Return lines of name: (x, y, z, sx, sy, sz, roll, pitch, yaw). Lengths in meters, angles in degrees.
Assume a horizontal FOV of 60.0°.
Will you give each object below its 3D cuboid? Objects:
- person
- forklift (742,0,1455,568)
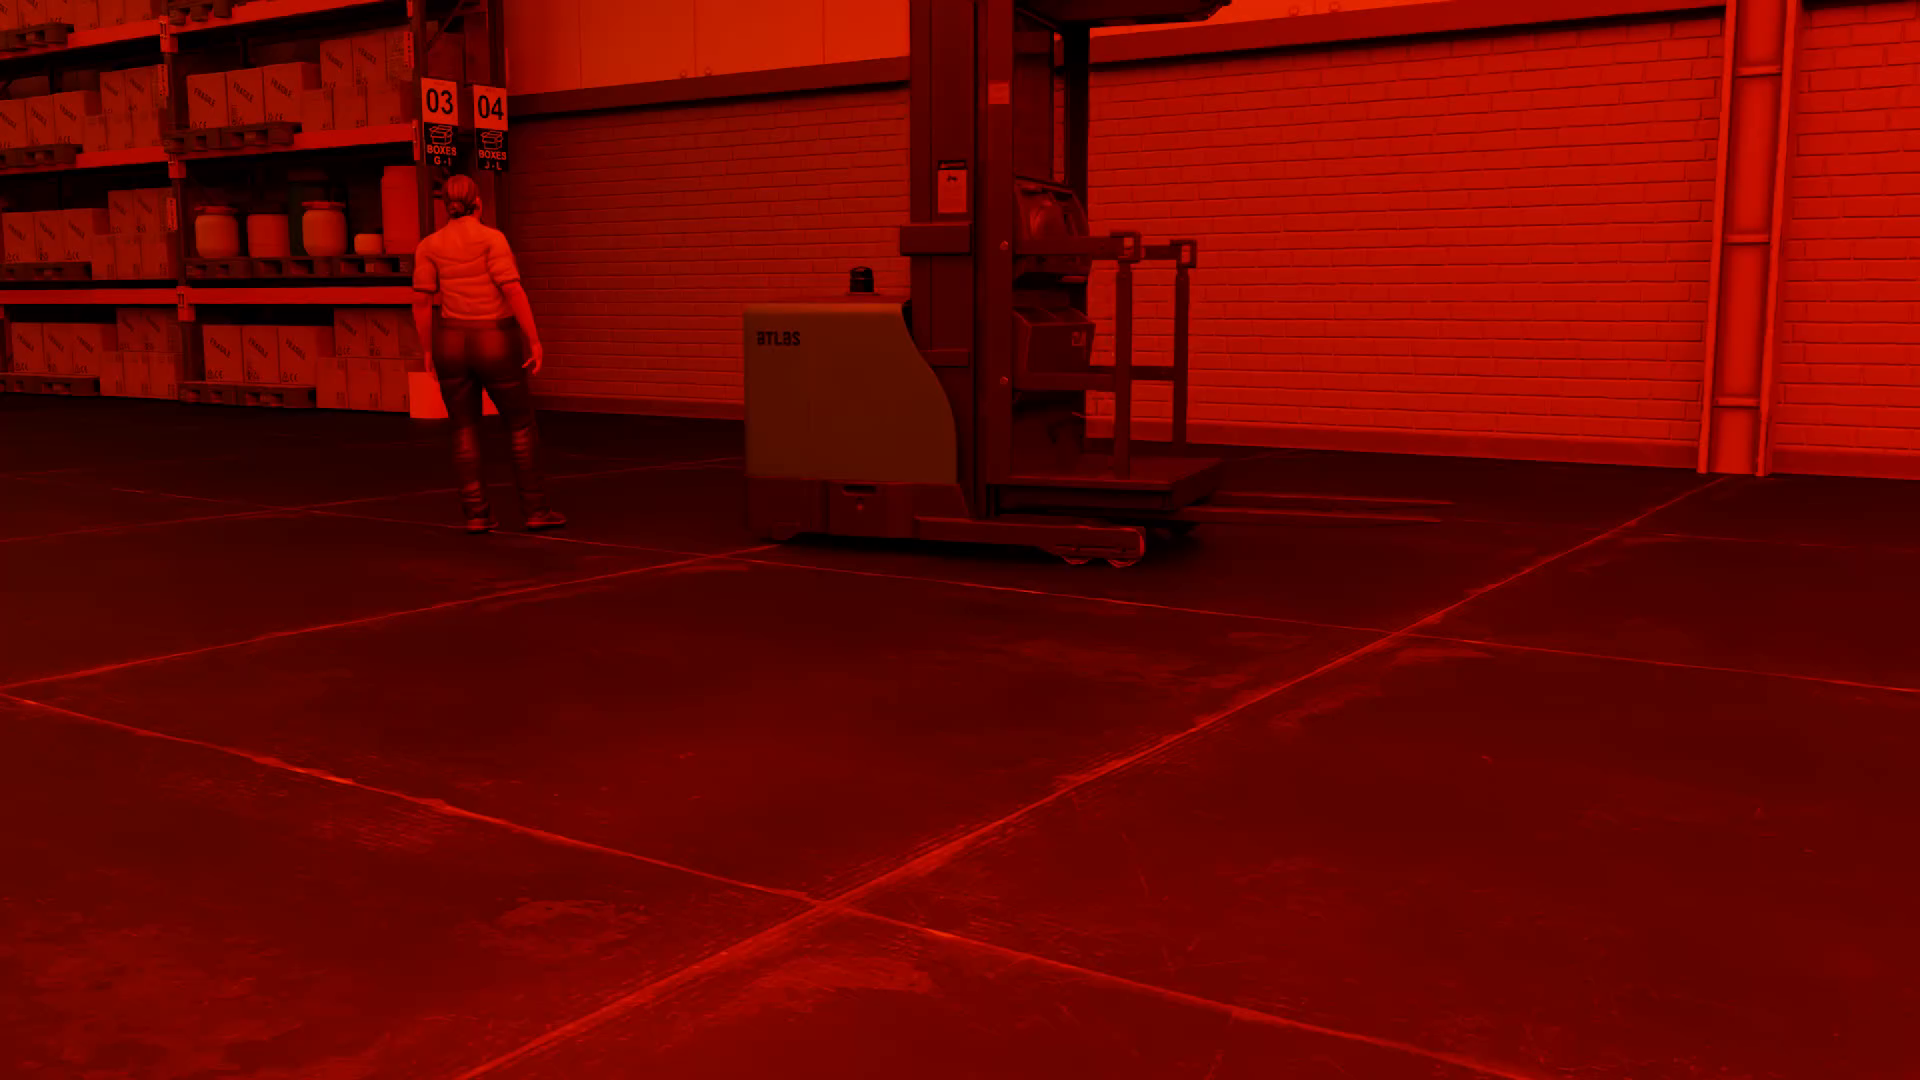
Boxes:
person: (-2.229, -0.865, 7.837, 0.587, 1.643, 0.504, 1, 8, 7)
forklift: (0.591, -1.422, 7.193, 3.031, 2.935, 1.130, 3, 9, 21)
